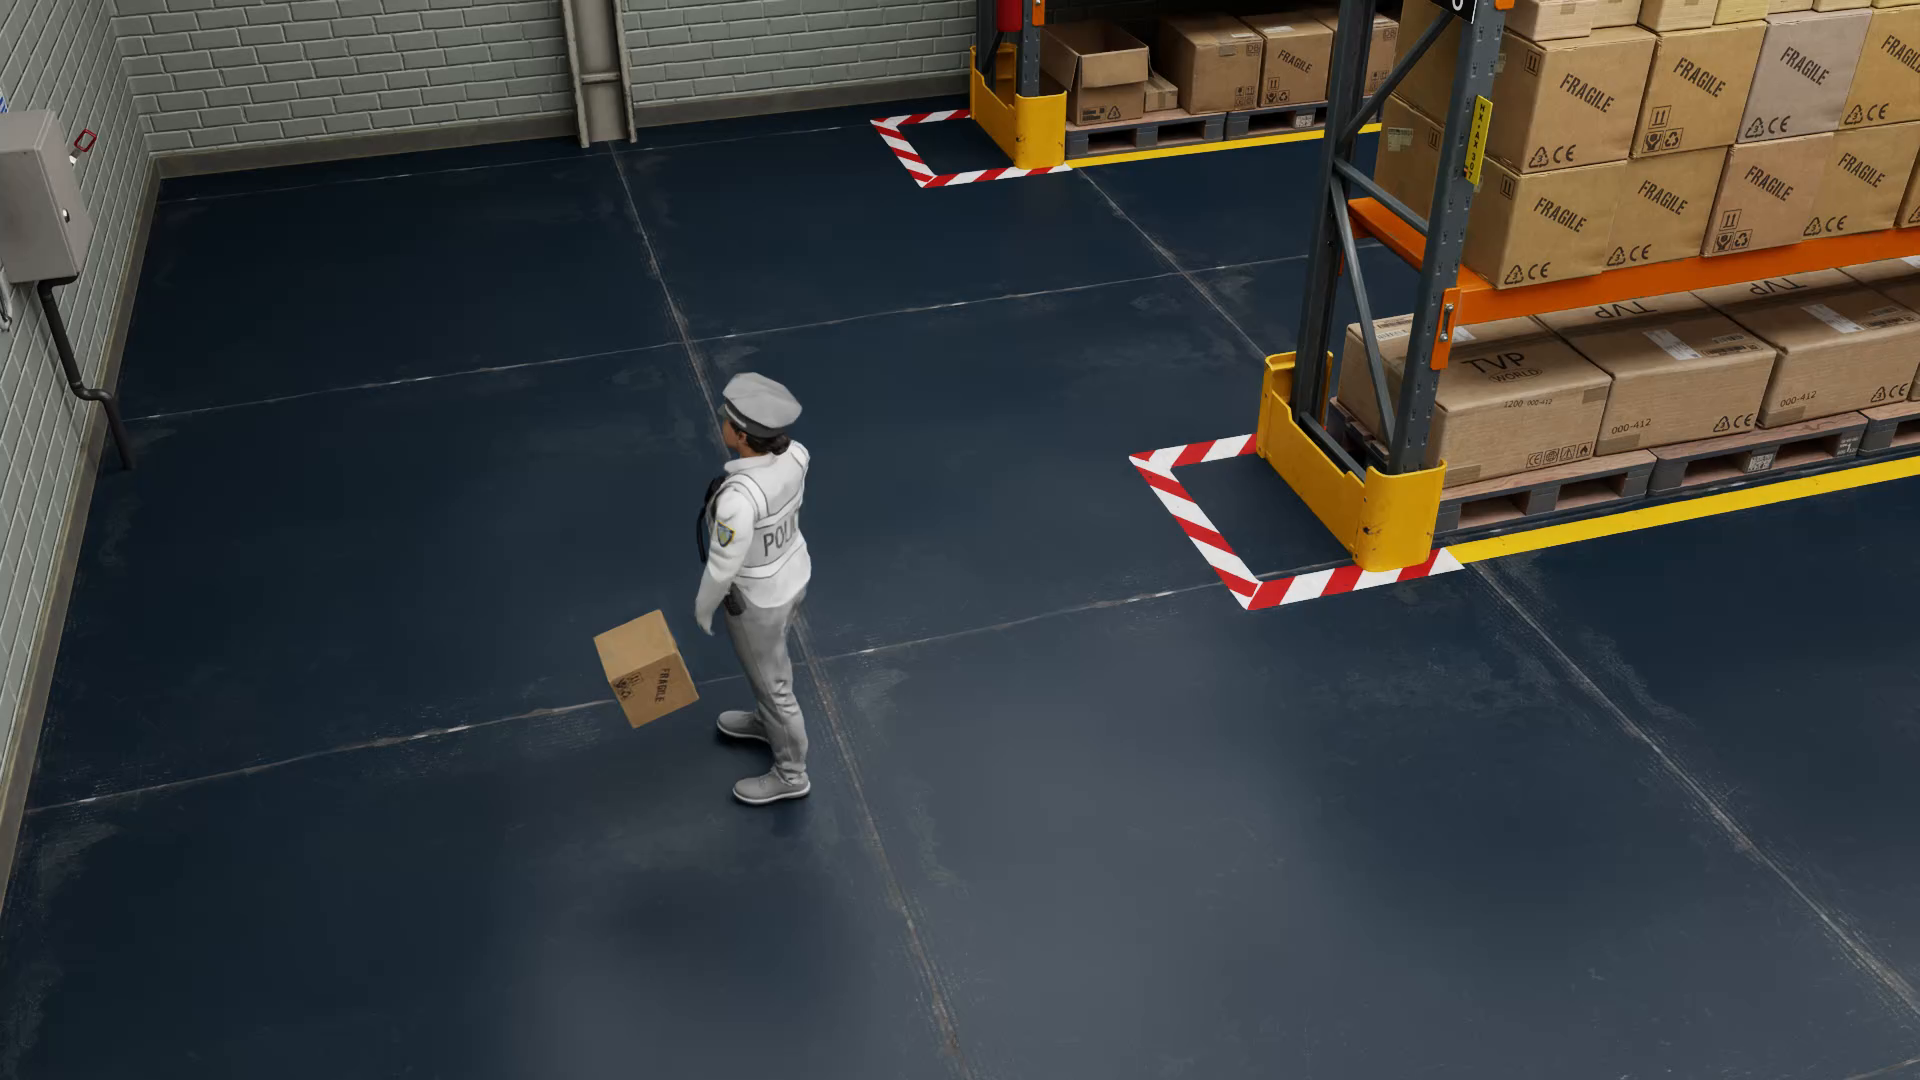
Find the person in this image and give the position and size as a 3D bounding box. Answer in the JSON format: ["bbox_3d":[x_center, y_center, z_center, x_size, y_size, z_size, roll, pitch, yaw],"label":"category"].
[{"bbox_3d":[-0.767,0.164,5.851,0.516,1.691,0.543,13,36,18],"label":"person"}]
